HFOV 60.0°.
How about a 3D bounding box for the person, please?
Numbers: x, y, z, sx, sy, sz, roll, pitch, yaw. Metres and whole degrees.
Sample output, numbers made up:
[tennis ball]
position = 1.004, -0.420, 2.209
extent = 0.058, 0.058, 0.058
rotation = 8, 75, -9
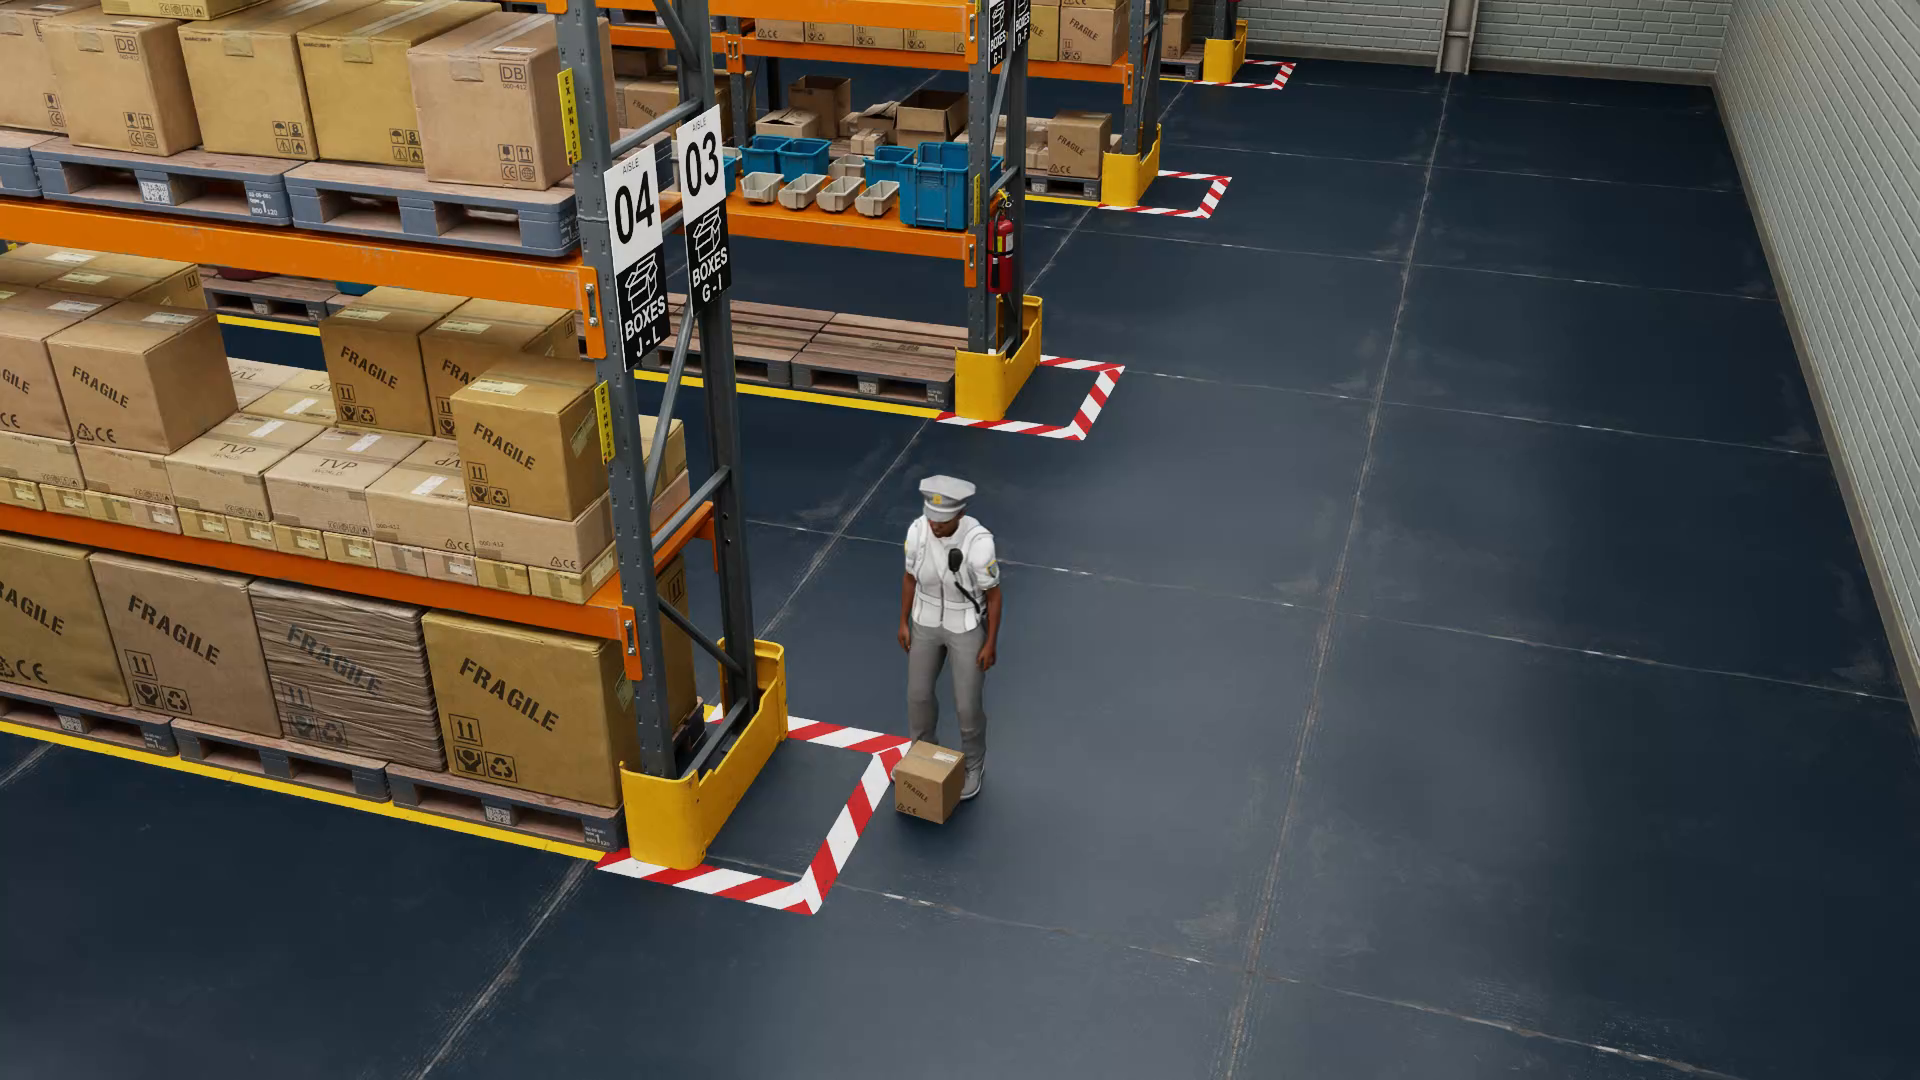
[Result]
[person]
position = -0.060, 0.430, 7.738
extent = 0.512, 1.657, 0.399
rotation = 12, 32, 21
